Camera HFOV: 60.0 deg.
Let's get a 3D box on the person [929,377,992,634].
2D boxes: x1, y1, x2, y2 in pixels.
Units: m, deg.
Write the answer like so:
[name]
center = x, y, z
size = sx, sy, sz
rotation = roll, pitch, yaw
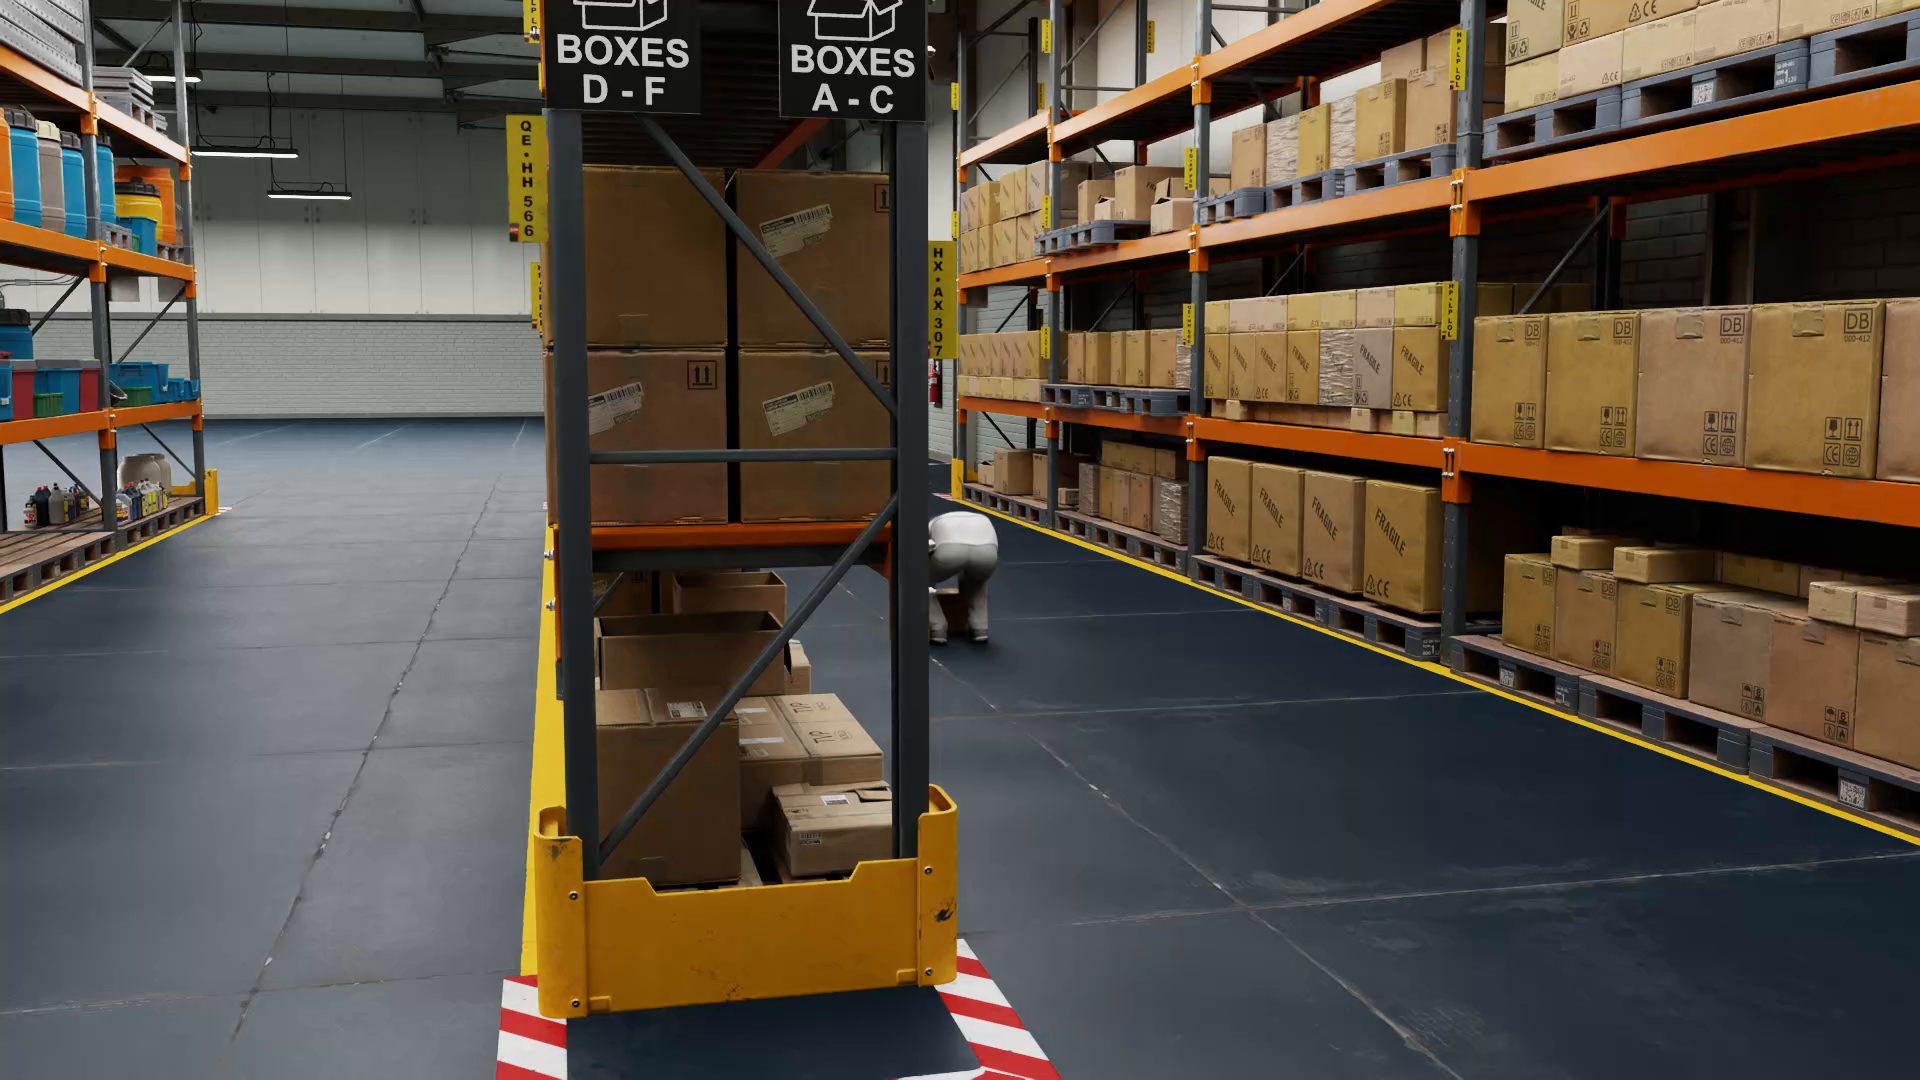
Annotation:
[person]
center = -0.045, -0.224, 10.439
size = 0.452, 1.590, 0.544
rotation = -1, 6, -13
